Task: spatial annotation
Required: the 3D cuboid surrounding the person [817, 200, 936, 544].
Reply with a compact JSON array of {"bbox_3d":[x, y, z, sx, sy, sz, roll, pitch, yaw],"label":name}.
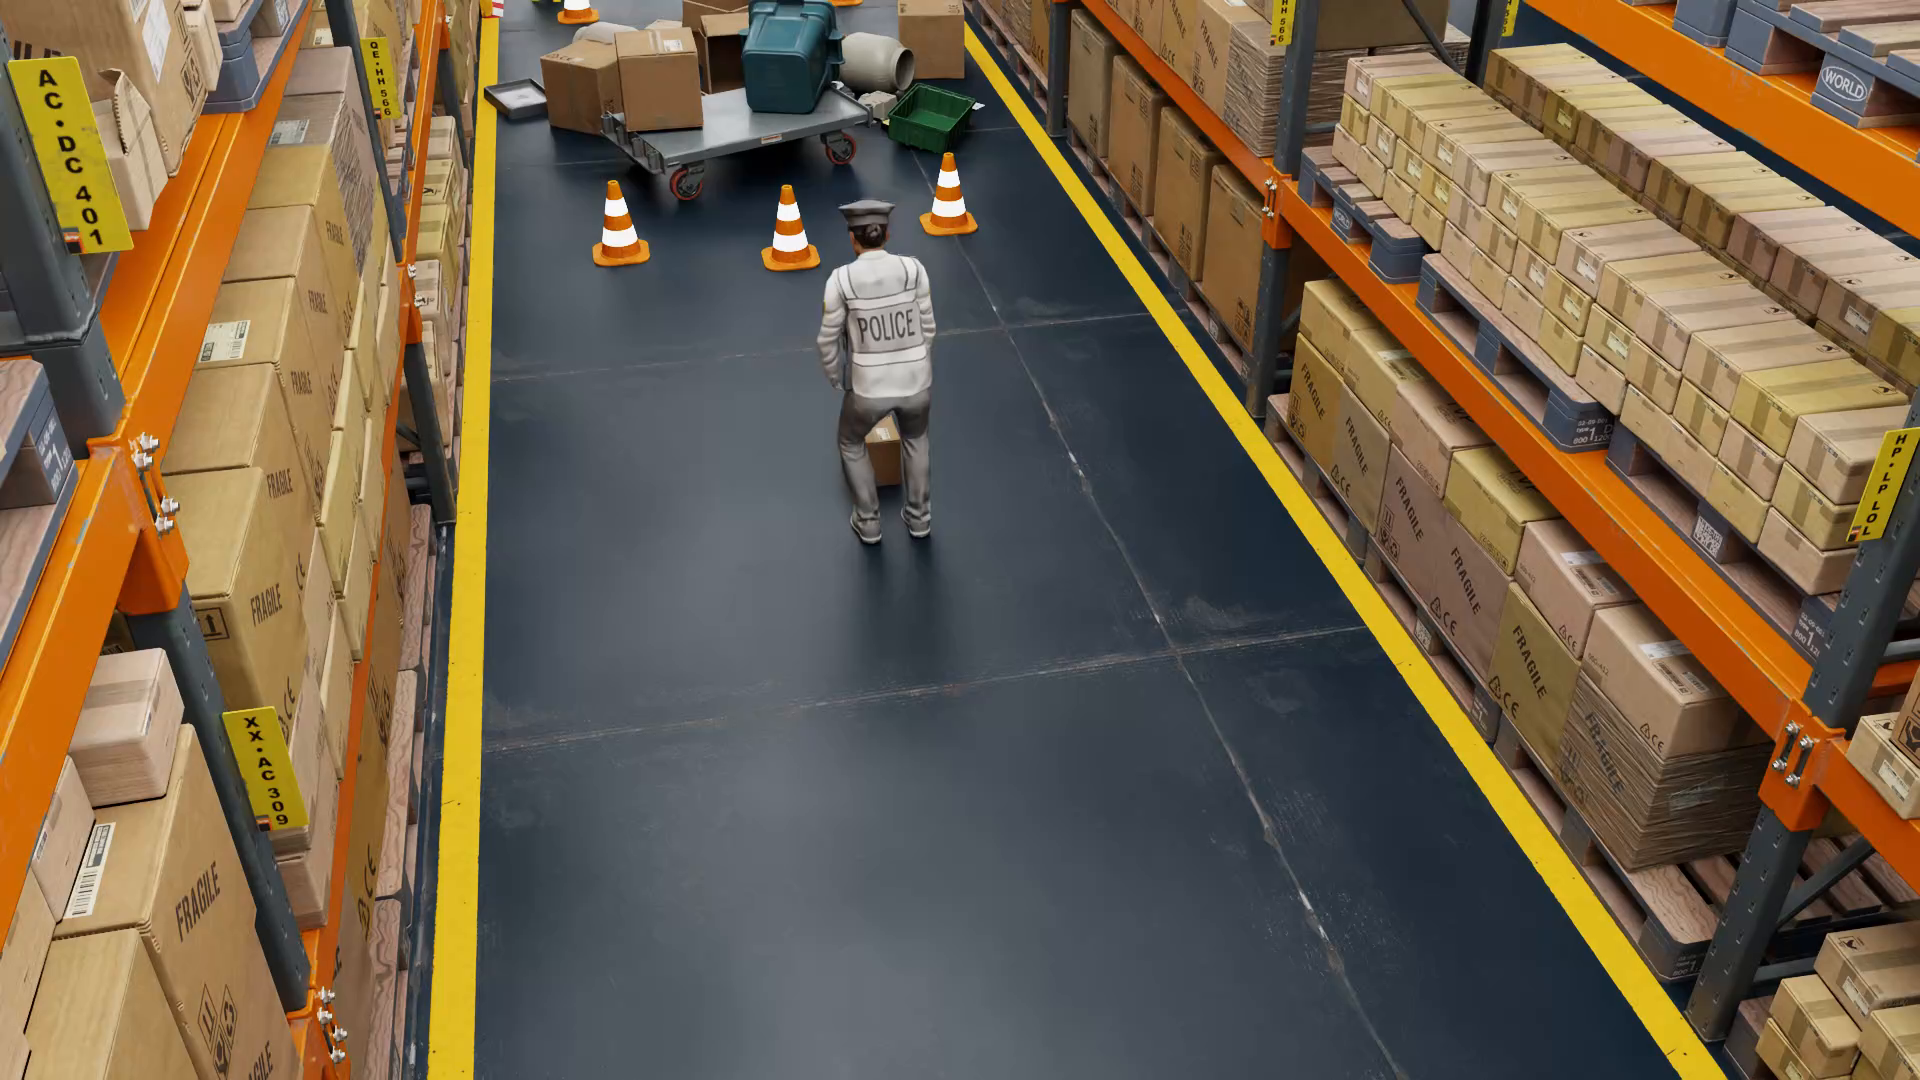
[{"bbox_3d":[-0.359,-0.712,7.280,0.520,1.559,0.548,-7,35,-10],"label":"person"}]
